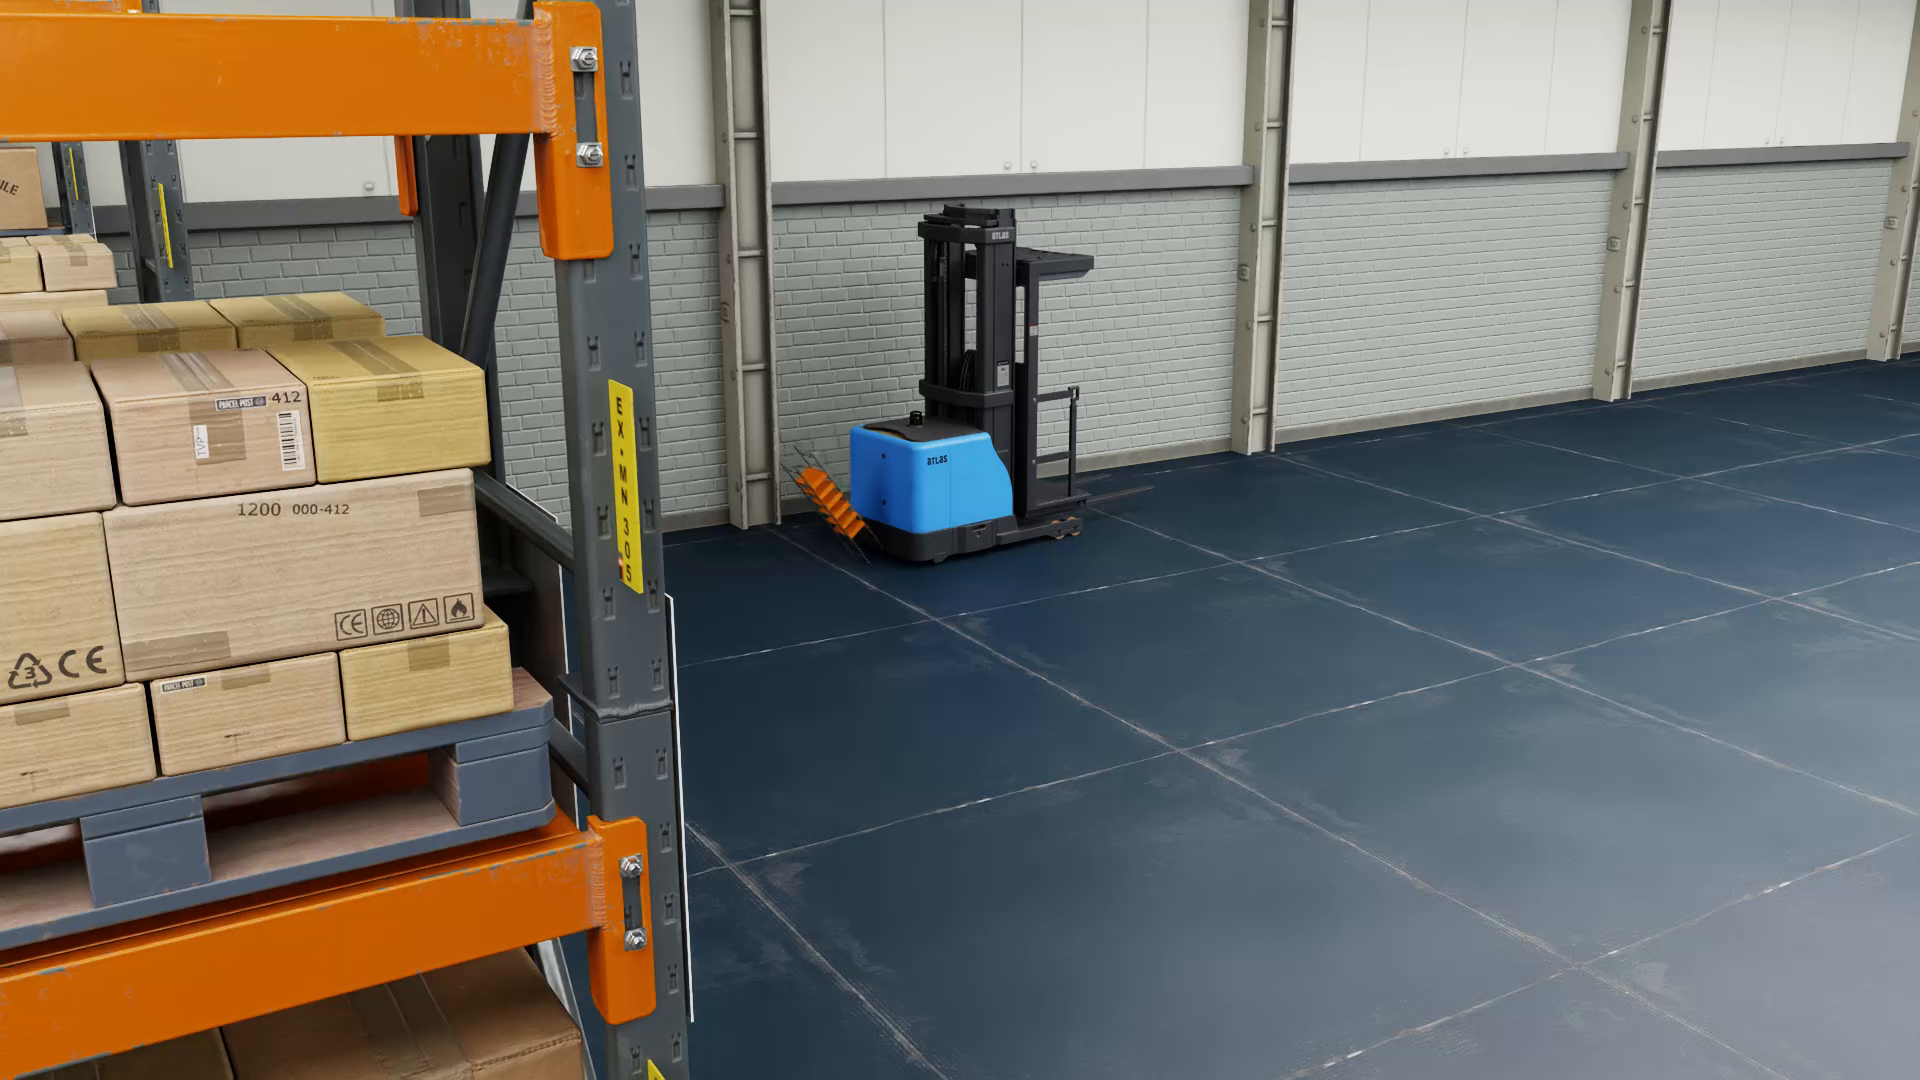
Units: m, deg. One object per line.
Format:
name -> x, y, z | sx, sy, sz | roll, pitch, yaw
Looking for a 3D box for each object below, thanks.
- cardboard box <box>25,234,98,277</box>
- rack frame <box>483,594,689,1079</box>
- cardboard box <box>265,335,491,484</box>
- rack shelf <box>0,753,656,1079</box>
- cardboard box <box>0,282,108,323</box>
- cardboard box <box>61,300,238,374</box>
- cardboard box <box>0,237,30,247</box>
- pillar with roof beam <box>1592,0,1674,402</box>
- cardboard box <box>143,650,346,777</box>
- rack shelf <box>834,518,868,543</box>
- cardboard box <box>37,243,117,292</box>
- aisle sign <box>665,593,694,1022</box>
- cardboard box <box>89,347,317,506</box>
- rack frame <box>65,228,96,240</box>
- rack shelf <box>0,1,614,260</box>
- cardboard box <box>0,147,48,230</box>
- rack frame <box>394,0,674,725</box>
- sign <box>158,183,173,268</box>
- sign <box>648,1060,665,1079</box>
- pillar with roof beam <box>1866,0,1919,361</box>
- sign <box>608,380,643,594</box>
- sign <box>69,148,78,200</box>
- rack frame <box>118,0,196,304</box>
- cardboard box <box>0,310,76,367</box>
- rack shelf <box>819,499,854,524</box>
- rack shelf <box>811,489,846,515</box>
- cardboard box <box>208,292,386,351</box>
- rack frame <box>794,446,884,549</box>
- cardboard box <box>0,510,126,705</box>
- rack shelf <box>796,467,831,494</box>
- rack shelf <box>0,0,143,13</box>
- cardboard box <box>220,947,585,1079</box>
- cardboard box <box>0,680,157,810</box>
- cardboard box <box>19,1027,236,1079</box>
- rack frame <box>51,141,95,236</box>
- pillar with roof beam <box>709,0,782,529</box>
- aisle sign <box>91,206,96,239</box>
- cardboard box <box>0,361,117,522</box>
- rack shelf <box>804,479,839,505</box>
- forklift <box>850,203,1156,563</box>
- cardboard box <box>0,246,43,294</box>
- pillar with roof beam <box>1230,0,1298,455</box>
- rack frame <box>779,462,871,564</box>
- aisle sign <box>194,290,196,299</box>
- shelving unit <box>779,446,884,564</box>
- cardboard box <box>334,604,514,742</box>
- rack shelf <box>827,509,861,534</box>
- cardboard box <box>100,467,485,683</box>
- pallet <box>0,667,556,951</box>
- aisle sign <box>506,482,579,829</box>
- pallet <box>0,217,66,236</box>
cardboard box -> -3.836, -1.214, 7.115 | 0.250, 0.149, 0.380 | -9, 18, -30
rack frame -> -0.791, 1.622, 3.566 | 0.127, 3.000, 1.000 | -9, 18, -30
cardboard box -> -0.905, -0.210, 2.570 | 0.250, 0.149, 0.380 | -9, 18, -29
rack shelf -> -2.505, 0.802, 2.267 | 4.000, 0.370, 1.077 | -9, 18, -30
cardboard box -> -3.726, -0.891, 6.701 | 0.500, 0.250, 0.500 | -9, 18, -30
cardboard box -> -1.456, -0.328, 2.991 | 0.250, 0.149, 0.380 | -9, 18, -29
cardboard box -> -4.044, -1.176, 6.977 | 0.250, 0.149, 0.380 | -9, 18, -30
pillar with roof beam -> 10.599, -5.164, 16.658 | 0.400, 9.000, 9.100 | -9, 18, -30
cardboard box -> -1.118, 0.208, 2.556 | 0.250, 0.149, 0.380 | -9, 18, -29
rack shelf -> -0.930, -0.096, 14.100 | 0.180, 0.103, 0.258 | -49, 37, -18
cardboard box -> -3.564, -1.101, 6.712 | 0.250, 0.149, 0.380 | -9, 18, -29
aisle sign -> -0.575, 0.430, 3.003 | 0.004, 0.787, 0.394 | -9, 18, -30
cardboard box -> -1.119, -0.176, 2.448 | 0.250, 0.149, 0.380 | -9, 18, -29
rack frame -> -5.986, -0.657, 11.697 | 0.127, 3.000, 1.000 | -9, 18, -30
rack shelf -> -2.505, -0.450, 1.916 | 4.000, 0.370, 1.077 | -9, 18, -30
cardboard box -> -6.240, -2.282, 10.788 | 0.500, 0.500, 0.500 | -9, 18, -28
rack frame -> -0.791, -1.267, 2.756 | 0.127, 3.000, 1.000 | -9, 18, -30
sign -> -3.158, -1.249, 6.609 | 0.005, 0.325, 0.100 | -9, 18, -30
sign -> -0.523, 1.078, 2.923 | 0.005, 0.325, 0.100 | -9, 18, -30
pillar with roof beam -> 15.742, -5.998, 19.634 | 0.400, 9.000, 9.100 | -9, 18, -30
sign -> -0.523, -0.083, 2.598 | 0.005, 0.325, 0.100 | -9, 18, -30
sign -> -5.719, -2.362, 10.728 | 0.005, 0.325, 0.100 | -9, 18, -30
rack frame -> -3.427, -2.398, 6.792 | 0.127, 3.000, 1.000 | -9, 18, -30
cardboard box -> -1.675, -0.293, 2.864 | 0.250, 0.149, 0.380 | -9, 18, -30
rack shelf -> -1.045, -0.255, 13.962 | 0.180, 0.103, 0.258 | -49, 37, -18
rack shelf -> -1.102, -0.335, 13.893 | 0.180, 0.103, 0.258 | -49, 37, -18
cardboard box -> -1.241, -0.363, 3.115 | 0.250, 0.149, 0.380 | -9, 18, -29
rack frame -> -1.009, -0.350, 13.964 | 0.006, 1.200, 0.240 | -49, 37, -18
cardboard box -> -1.496, 0.058, 2.350 | 0.500, 0.250, 0.500 | -9, 18, -30
rack shelf -> -1.217, -0.494, 13.755 | 0.180, 0.103, 0.258 | -49, 37, -18
rack shelf -> -5.141, -1.772, 5.898 | 4.000, 0.370, 1.077 | -9, 18, -30
cardboard box -> -1.129, 1.072, 3.248 | 0.550, 0.550, 0.875 | -9, 18, -30
cardboard box -> -1.337, 0.244, 2.428 | 0.250, 0.149, 0.380 | -9, 18, -29
cardboard box -> -1.553, 1.170, 2.899 | 0.550, 0.550, 0.875 | -9, 18, -30
rack frame -> -5.986, -3.546, 10.887 | 0.127, 3.000, 1.000 | -9, 18, -30
pillar with roof beam -> 0.313, -3.496, 10.708 | 0.400, 9.000, 9.100 | -9, 18, -30
aisle sign -> -5.779, -1.850, 11.136 | 0.004, 0.787, 0.394 | -9, 18, -30
cardboard box -> -1.339, -0.140, 2.321 | 0.250, 0.149, 0.380 | -9, 18, -29
rack shelf -> -1.160, -0.414, 13.824 | 0.180, 0.103, 0.258 | -49, 37, -18
forklift -> 0.490, -1.518, 14.894 | 3.031, 2.935, 1.130 | -12, 20, -37
cardboard box -> -3.805, -1.074, 6.616 | 0.250, 0.149, 0.380 | -9, 18, -29
pillar with roof beam -> 5.456, -4.330, 13.683 | 0.400, 9.000, 9.100 | -9, 18, -30
rack frame -> -1.123, -0.219, 13.908 | 0.006, 1.200, 0.240 | -49, 37, -18
aisle sign -> -3.224, -0.702, 7.042 | 0.004, 0.787, 0.394 | -9, 18, -30
shelving unit -> -1.066, -0.285, 13.936 | 0.189, 1.200, 0.258 | -49, 37, -18
cardboard box -> -0.901, 0.173, 2.680 | 0.250, 0.149, 0.380 | -9, 18, -30
rack shelf -> -0.988, -0.176, 14.031 | 0.180, 0.103, 0.258 | -49, 37, -18
cardboard box -> -1.066, -0.011, 2.598 | 0.500, 0.250, 0.500 | -9, 18, -29
pallet -> -1.421, 0.326, 2.797 | 1.213, 0.211, 1.003 | -9, 18, -30
aisle sign -> -0.884, 0.291, 3.498 | 0.004, 0.787, 0.394 | -9, 18, -30
pallet -> -6.606, -1.967, 10.975 | 1.213, 0.211, 1.003 | -9, 18, -30
